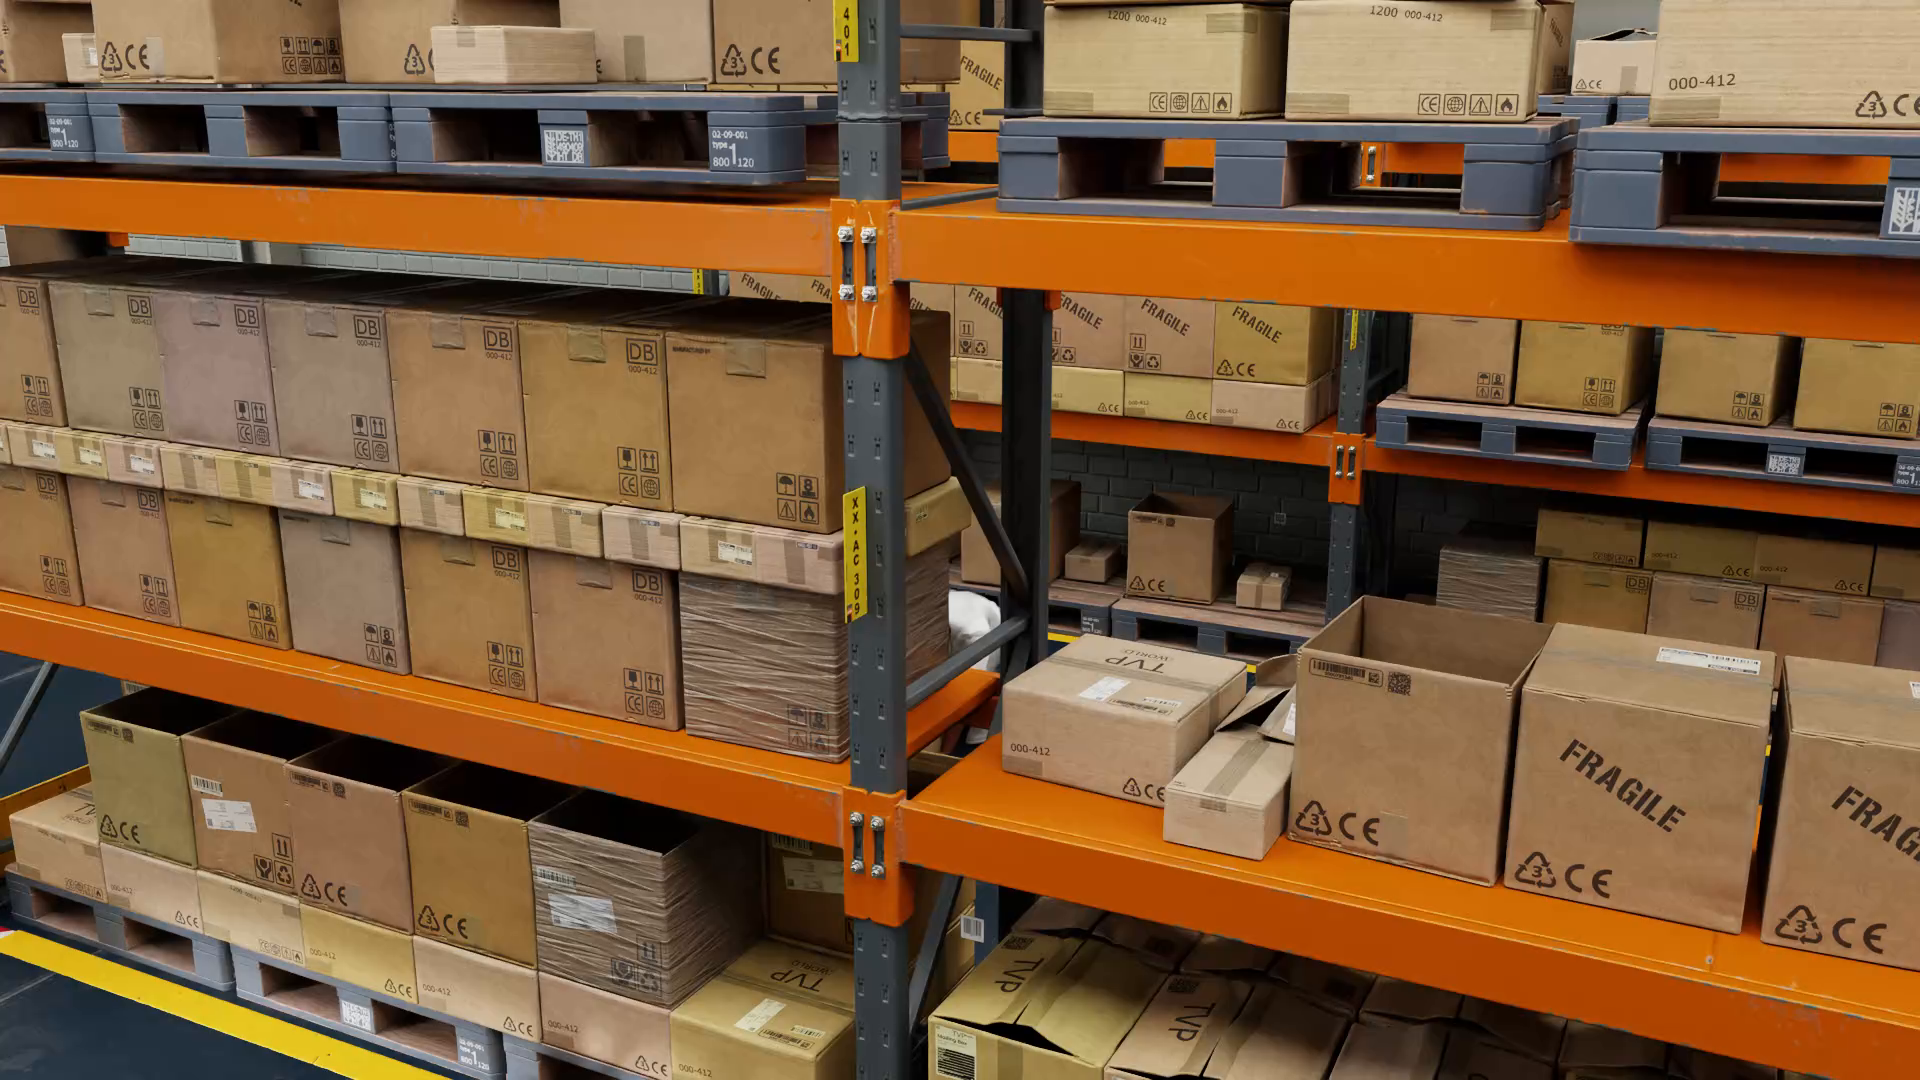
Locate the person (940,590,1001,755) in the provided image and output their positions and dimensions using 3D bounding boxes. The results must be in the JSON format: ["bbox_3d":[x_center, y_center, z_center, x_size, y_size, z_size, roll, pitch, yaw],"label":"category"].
[{"bbox_3d":[-0.063,0.630,7.899,0.534,0.845,0.949,7,17,24],"label":"person"}]
